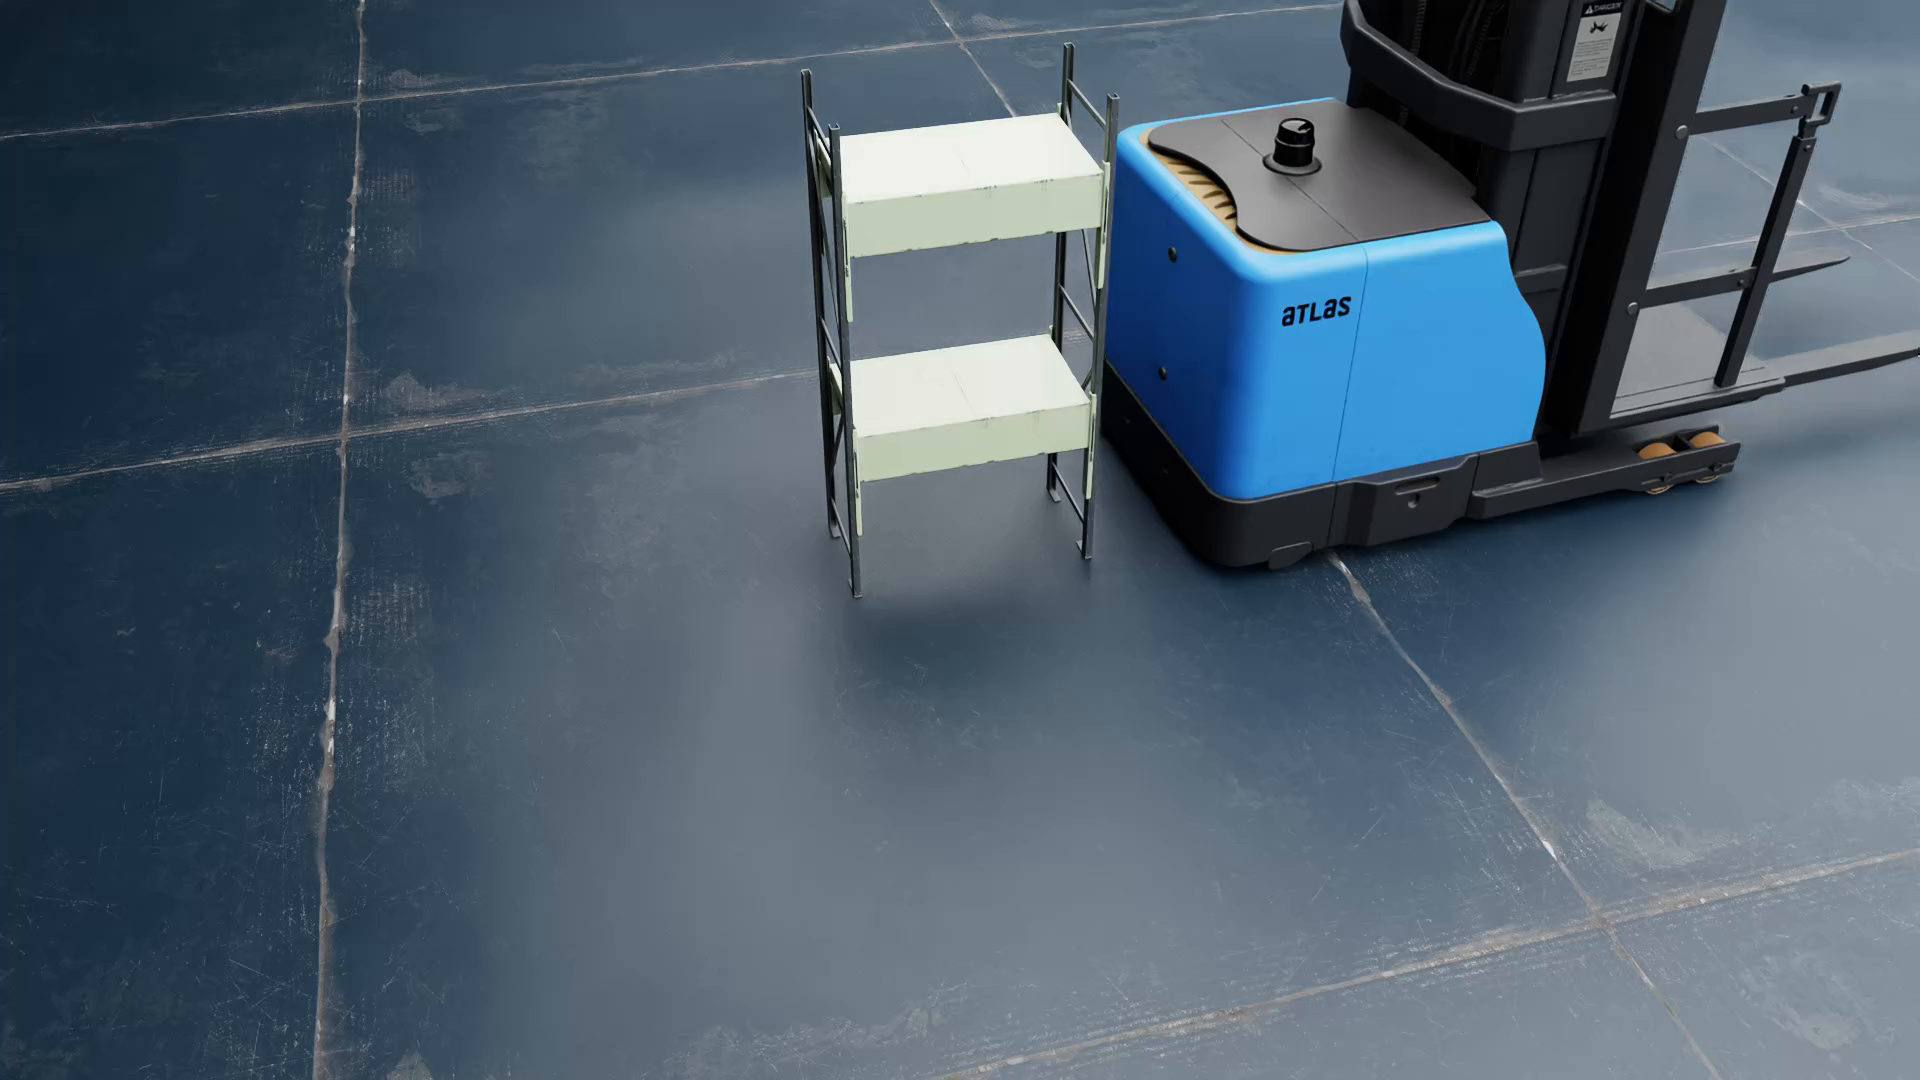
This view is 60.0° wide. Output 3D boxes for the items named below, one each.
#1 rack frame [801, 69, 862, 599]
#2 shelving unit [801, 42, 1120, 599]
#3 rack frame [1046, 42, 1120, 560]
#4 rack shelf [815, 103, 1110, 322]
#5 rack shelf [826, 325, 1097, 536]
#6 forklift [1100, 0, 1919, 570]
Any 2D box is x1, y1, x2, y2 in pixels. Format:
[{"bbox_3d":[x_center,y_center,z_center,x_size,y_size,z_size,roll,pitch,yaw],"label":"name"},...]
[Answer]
[{"bbox_3d":[-0.360,-0.537,4.717,0.023,1.500,0.400,-9,38,-12],"label":"rack frame"},{"bbox_3d":[-0.006,-0.595,4.793,0.755,1.500,0.431,-9,38,-12],"label":"shelving unit"},{"bbox_3d":[0.347,-0.653,4.869,0.023,1.500,0.400,-9,38,-12],"label":"rack frame"},{"bbox_3d":[-0.006,-0.905,4.556,0.720,0.370,0.431,-9,38,-12],"label":"rack shelf"},{"bbox_3d":[-0.006,-0.336,4.991,0.720,0.370,0.431,-9,38,-12],"label":"rack shelf"},{"bbox_3d":[2.029,-1.607,4.938,3.031,2.935,1.130,-12,39,-15],"label":"forklift"}]
